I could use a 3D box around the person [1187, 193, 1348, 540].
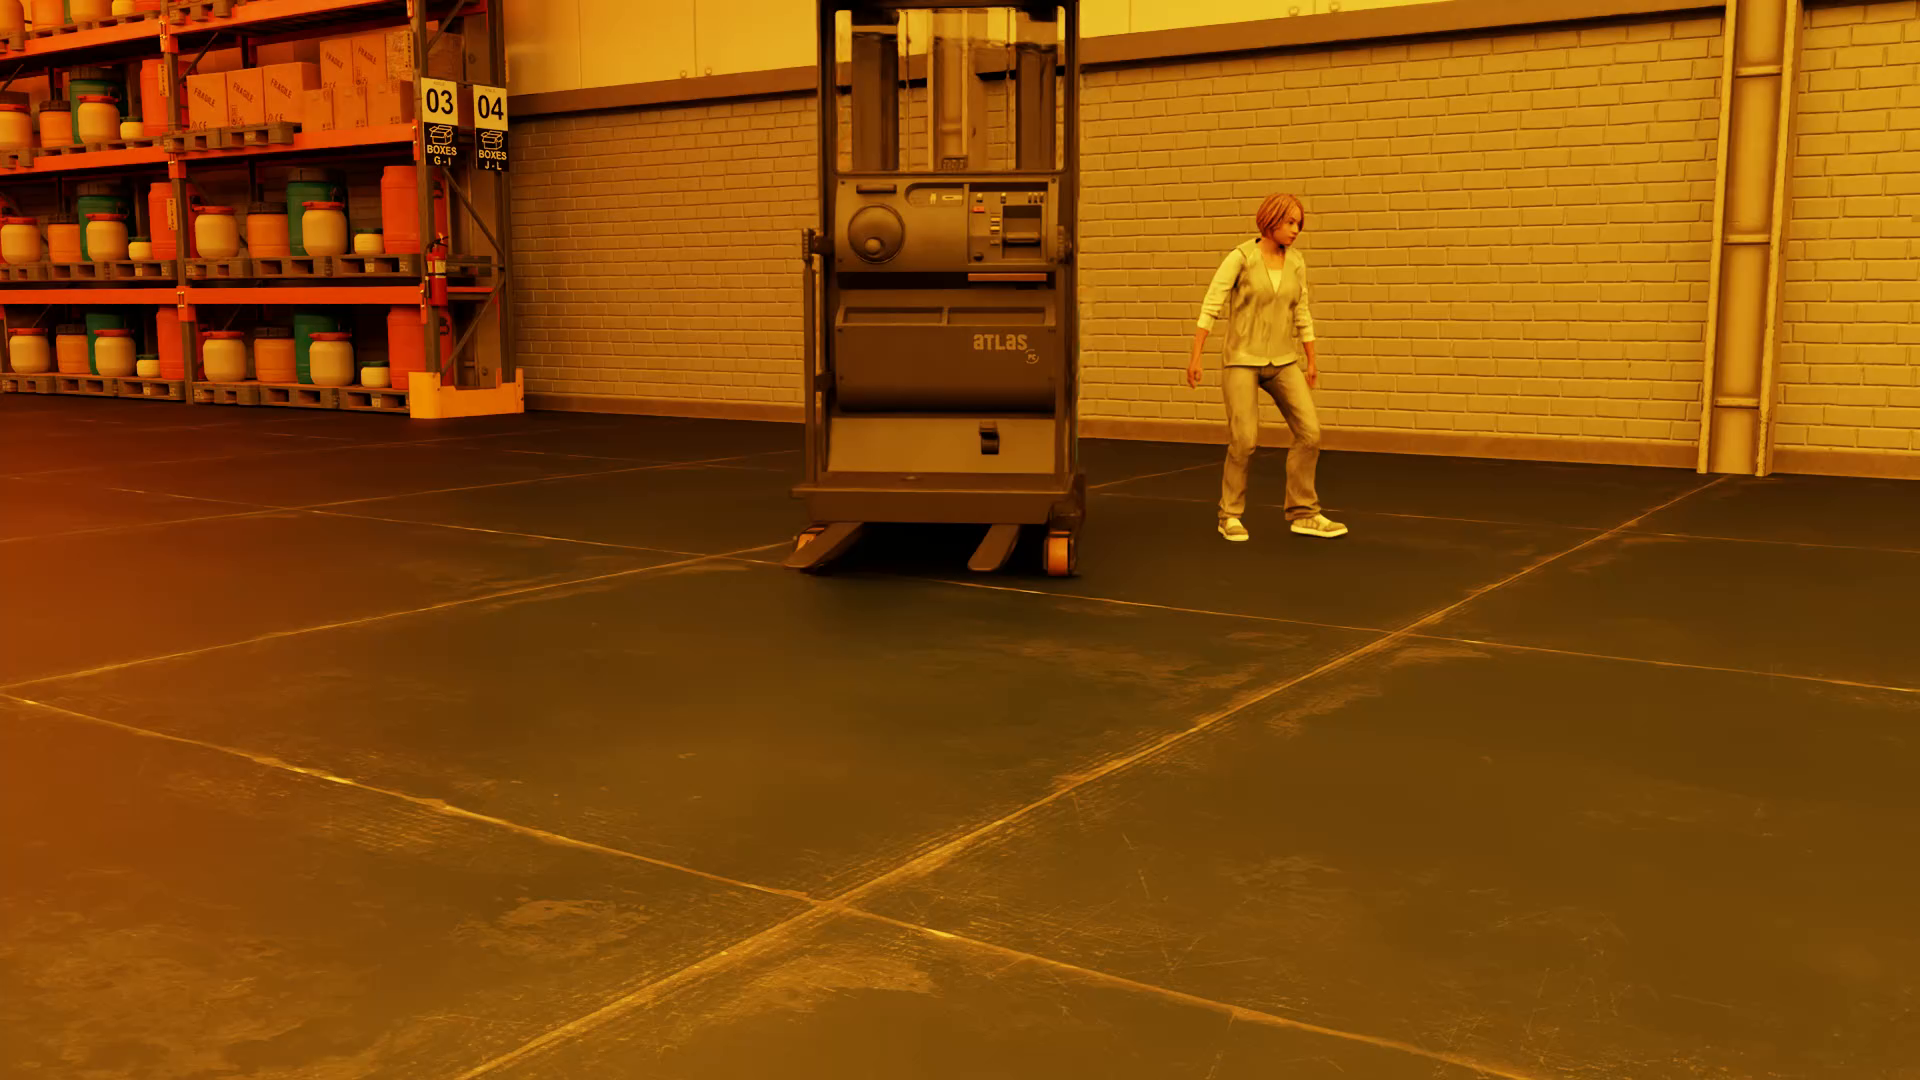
[{"bbox_3d":[1.402,-0.780,7.581,0.727,1.569,0.390,-2,8,-16],"label":"person"}]

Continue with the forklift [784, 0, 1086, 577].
[{"bbox_3d":[-0.074,-1.352,6.698,1.130,2.935,3.031,1,8,6],"label":"forklift"}]
